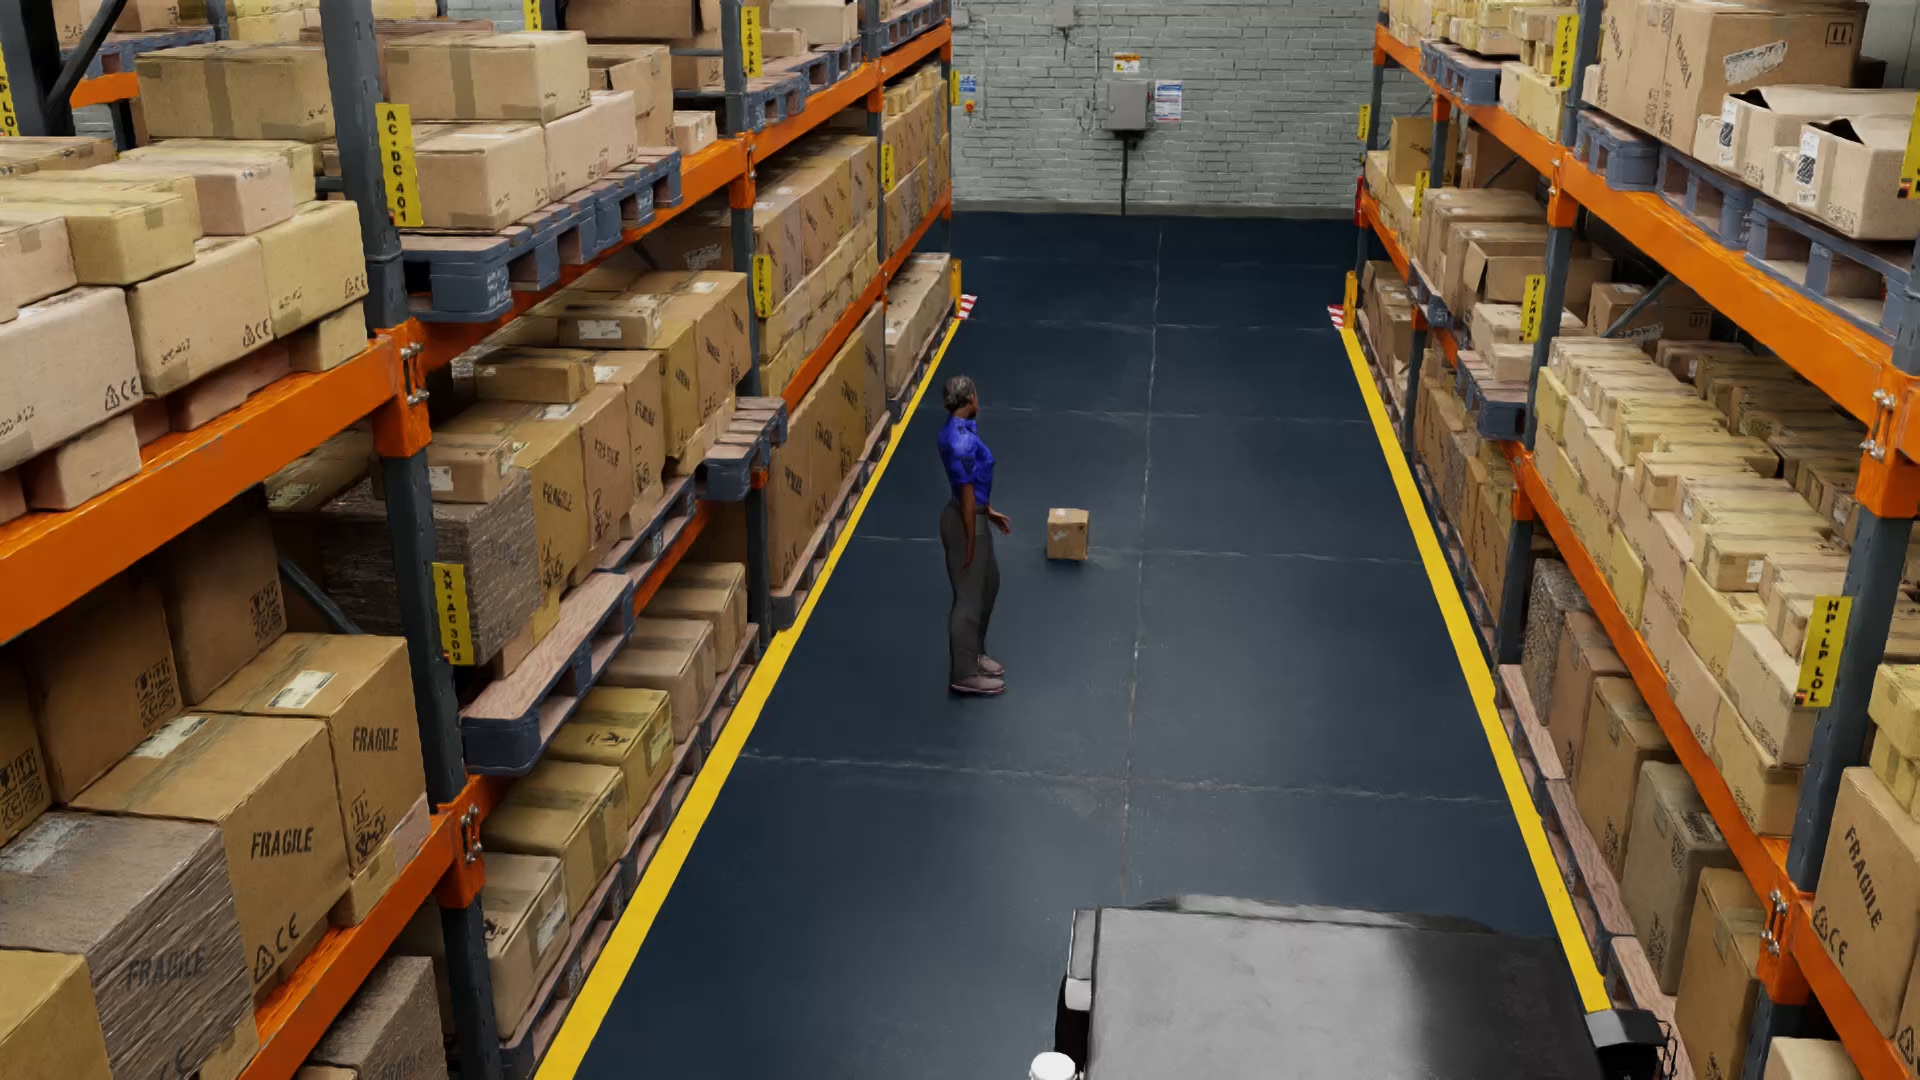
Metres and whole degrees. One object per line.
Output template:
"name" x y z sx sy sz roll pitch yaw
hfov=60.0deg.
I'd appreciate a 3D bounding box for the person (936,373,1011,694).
"person" 0.086 -0.043 8.732 0.398 1.648 0.557 -2 21 -4
